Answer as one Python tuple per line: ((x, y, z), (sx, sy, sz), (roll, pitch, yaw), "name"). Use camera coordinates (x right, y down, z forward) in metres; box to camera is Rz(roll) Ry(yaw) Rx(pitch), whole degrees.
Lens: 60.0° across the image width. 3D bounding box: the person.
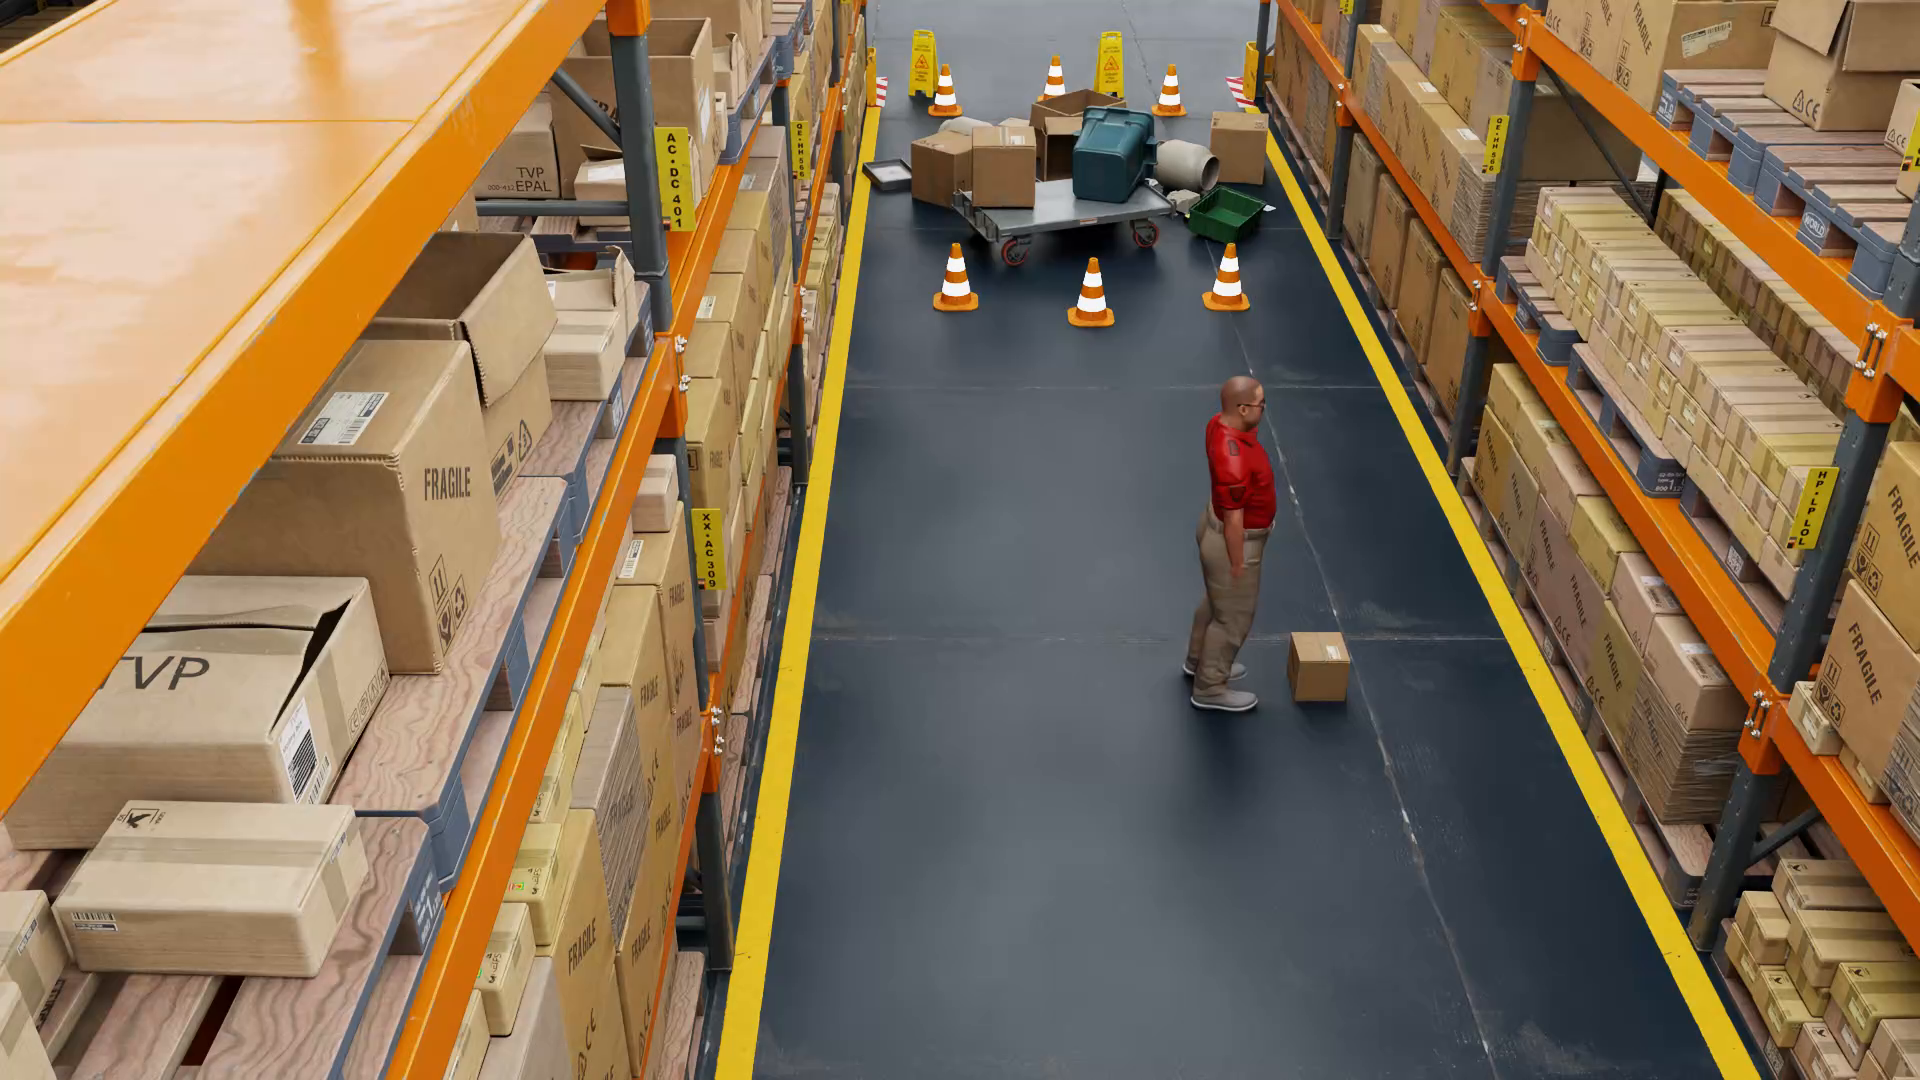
((1.316, 0.008, 7.960), (0.360, 1.733, 0.527), (1, 31, 1), "person")
